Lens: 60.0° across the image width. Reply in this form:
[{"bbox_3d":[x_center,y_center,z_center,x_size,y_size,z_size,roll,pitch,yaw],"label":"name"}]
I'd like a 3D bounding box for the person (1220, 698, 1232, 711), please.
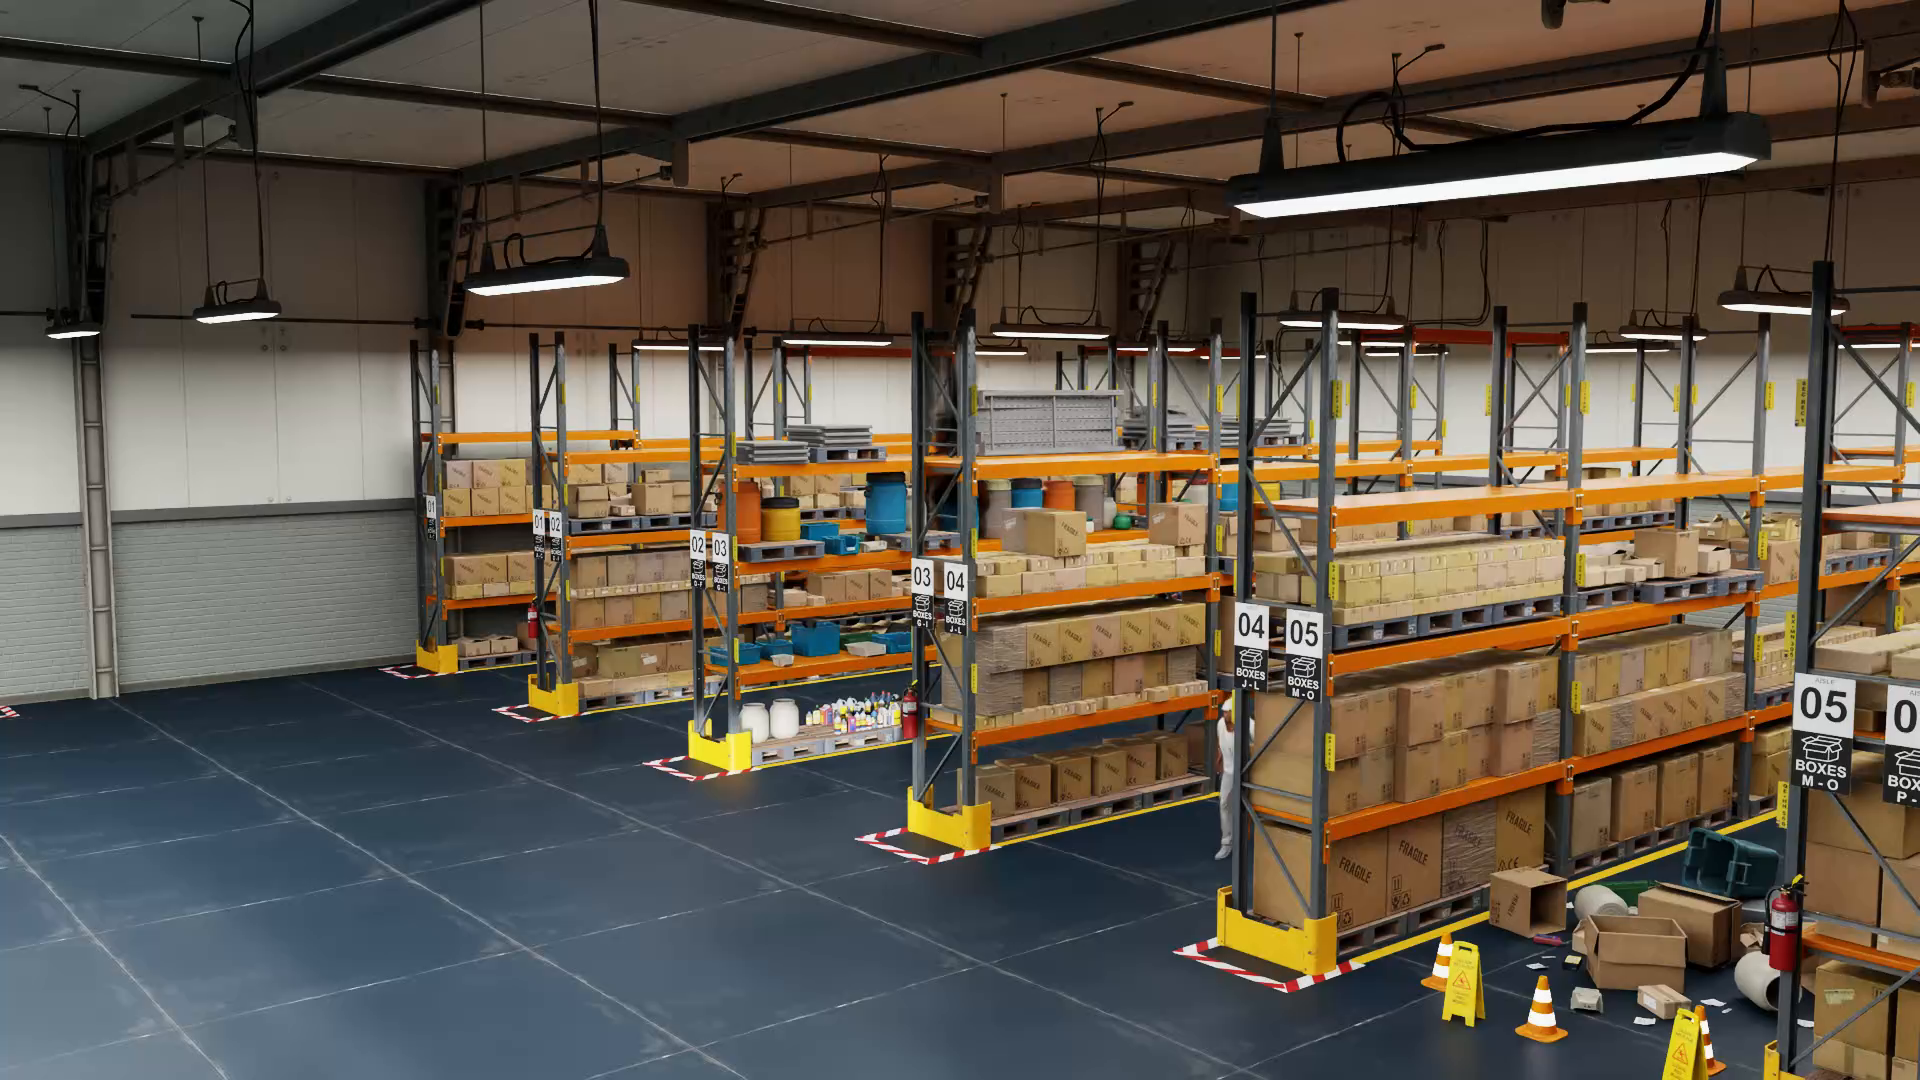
[{"bbox_3d":[2.982,1.817,18.301,0.210,0.148,0.292,4,7,38],"label":"person"}]

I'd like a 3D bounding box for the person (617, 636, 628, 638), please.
[{"bbox_3d":[-5.986,1.612,29.952,0.522,1.622,0.736,3,6,31],"label":"person"}]
